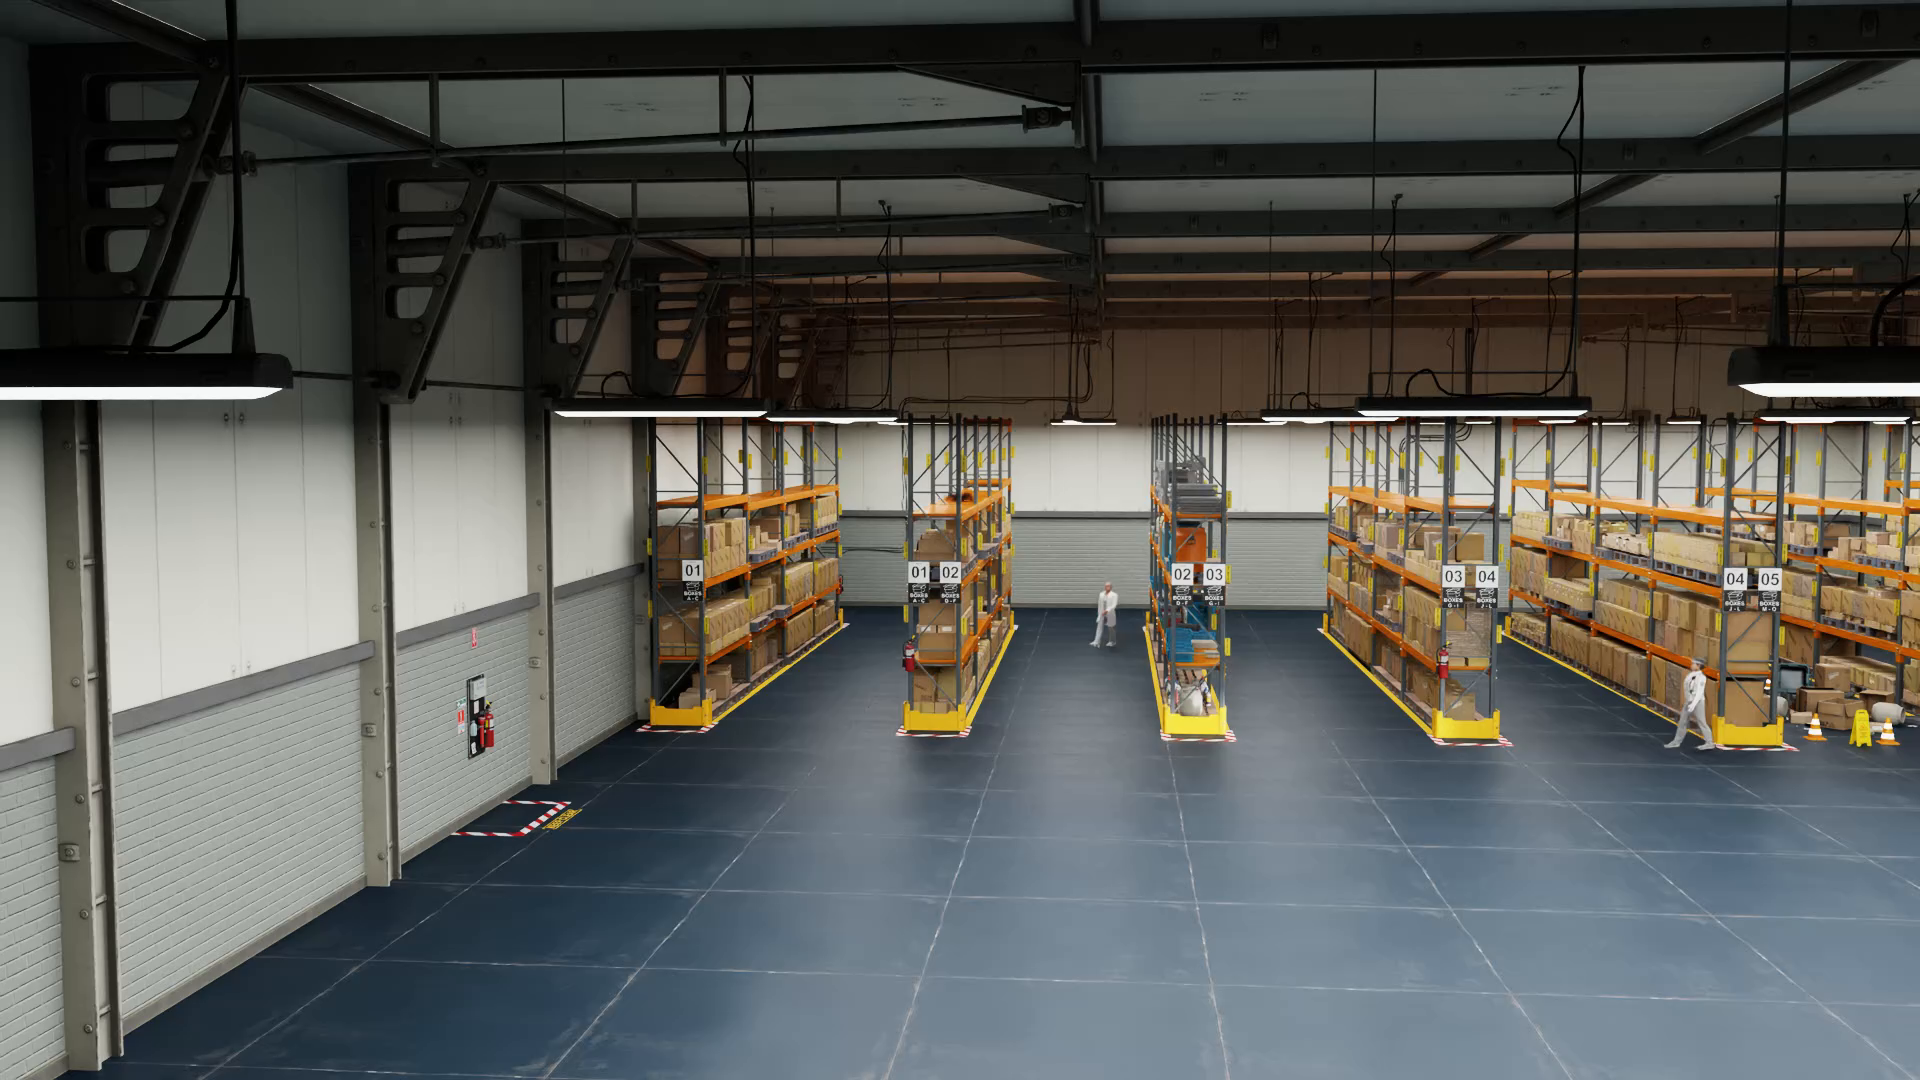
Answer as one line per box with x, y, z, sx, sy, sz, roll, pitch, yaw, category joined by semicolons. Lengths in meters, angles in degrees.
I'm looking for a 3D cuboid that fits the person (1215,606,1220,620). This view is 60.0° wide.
7.460;1.541;48.817;0.652;1.637;0.846;0;4;1;person

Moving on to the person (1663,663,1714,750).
12.983;2.918;29.532;0.803;1.637;0.603;0;4;4;person

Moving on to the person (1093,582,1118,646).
3.792;1.908;43.124;0.672;1.644;0.974;2;4;31;person
